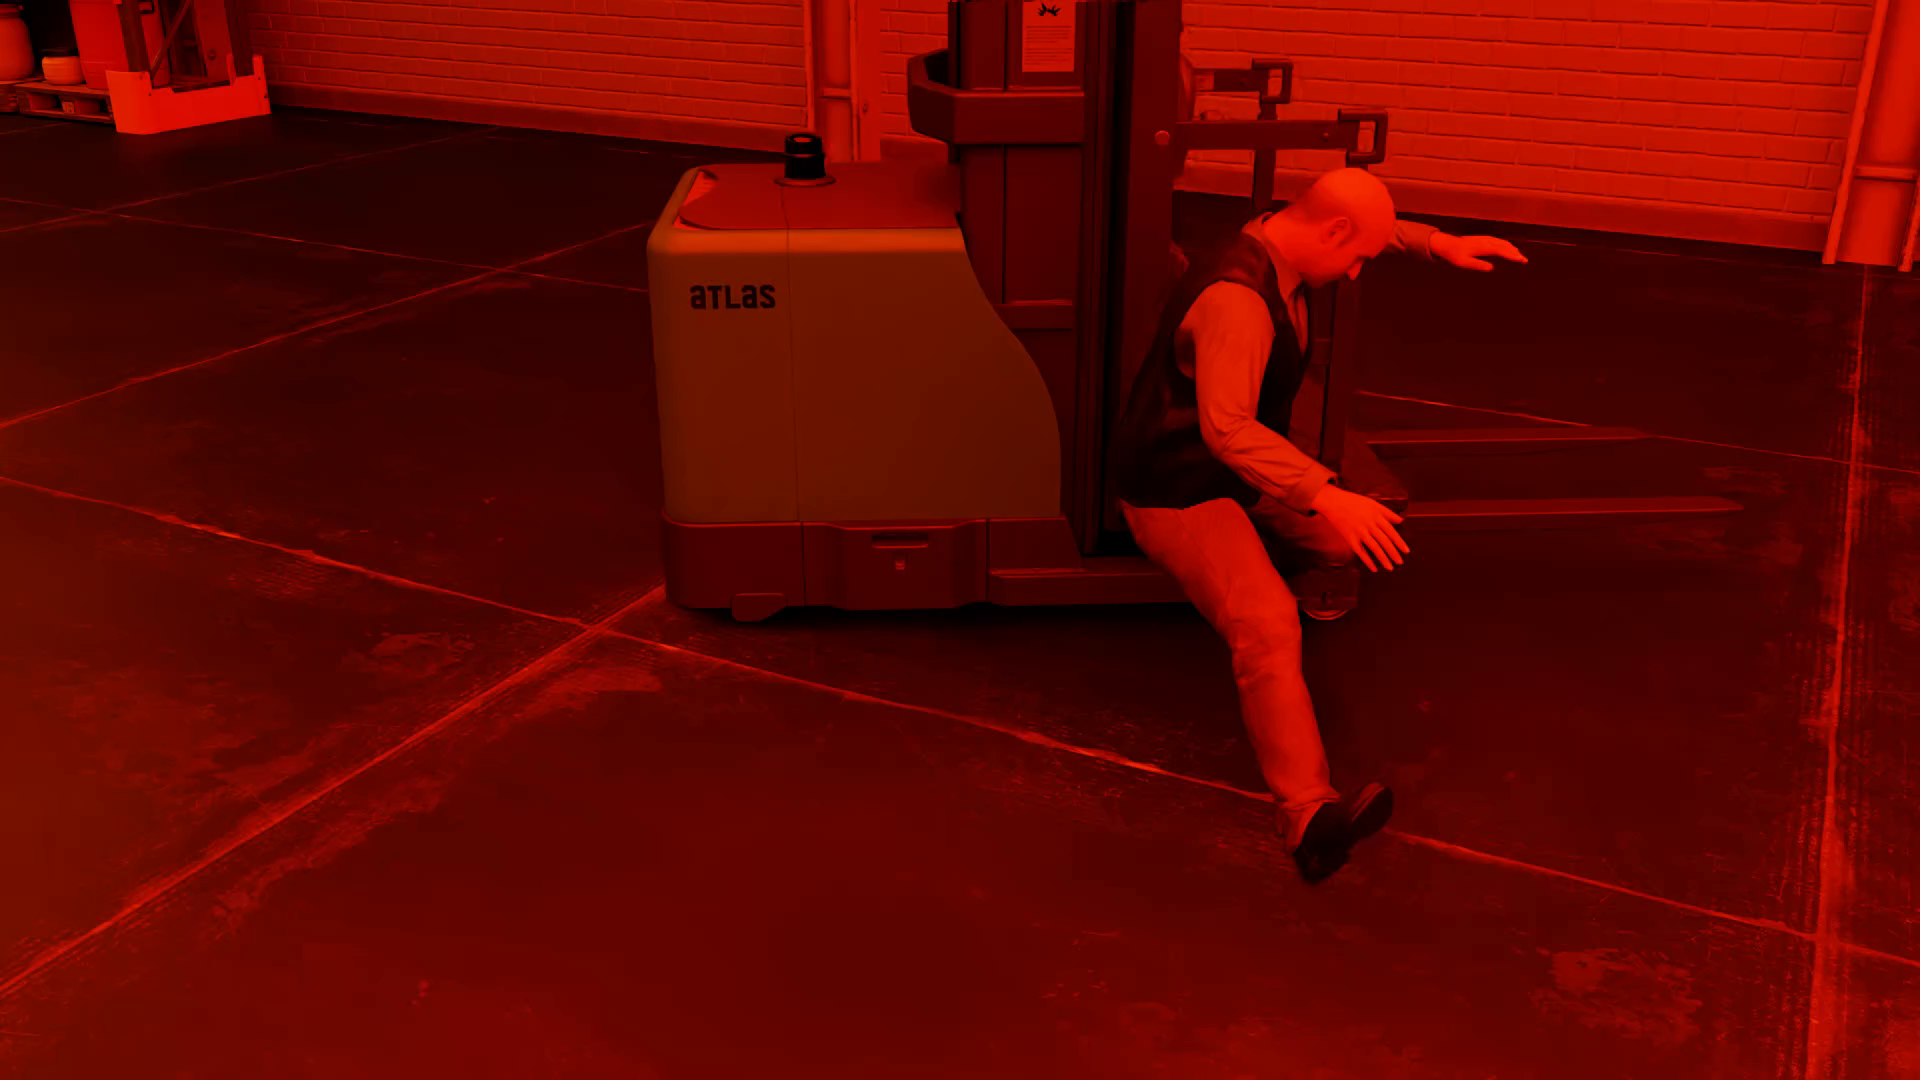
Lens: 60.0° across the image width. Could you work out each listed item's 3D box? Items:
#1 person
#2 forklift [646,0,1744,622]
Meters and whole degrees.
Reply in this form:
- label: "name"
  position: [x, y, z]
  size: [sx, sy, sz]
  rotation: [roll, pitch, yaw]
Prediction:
- label: "person"
  position: [0.752, -0.166, 3.713]
  size: [0.930, 1.339, 1.236]
  rotation: [15, 27, 31]
- label: "forklift"
  position: [0.692, -1.332, 4.454]
  size: [3.031, 2.935, 1.130]
  rotation: [-1, 23, -3]
